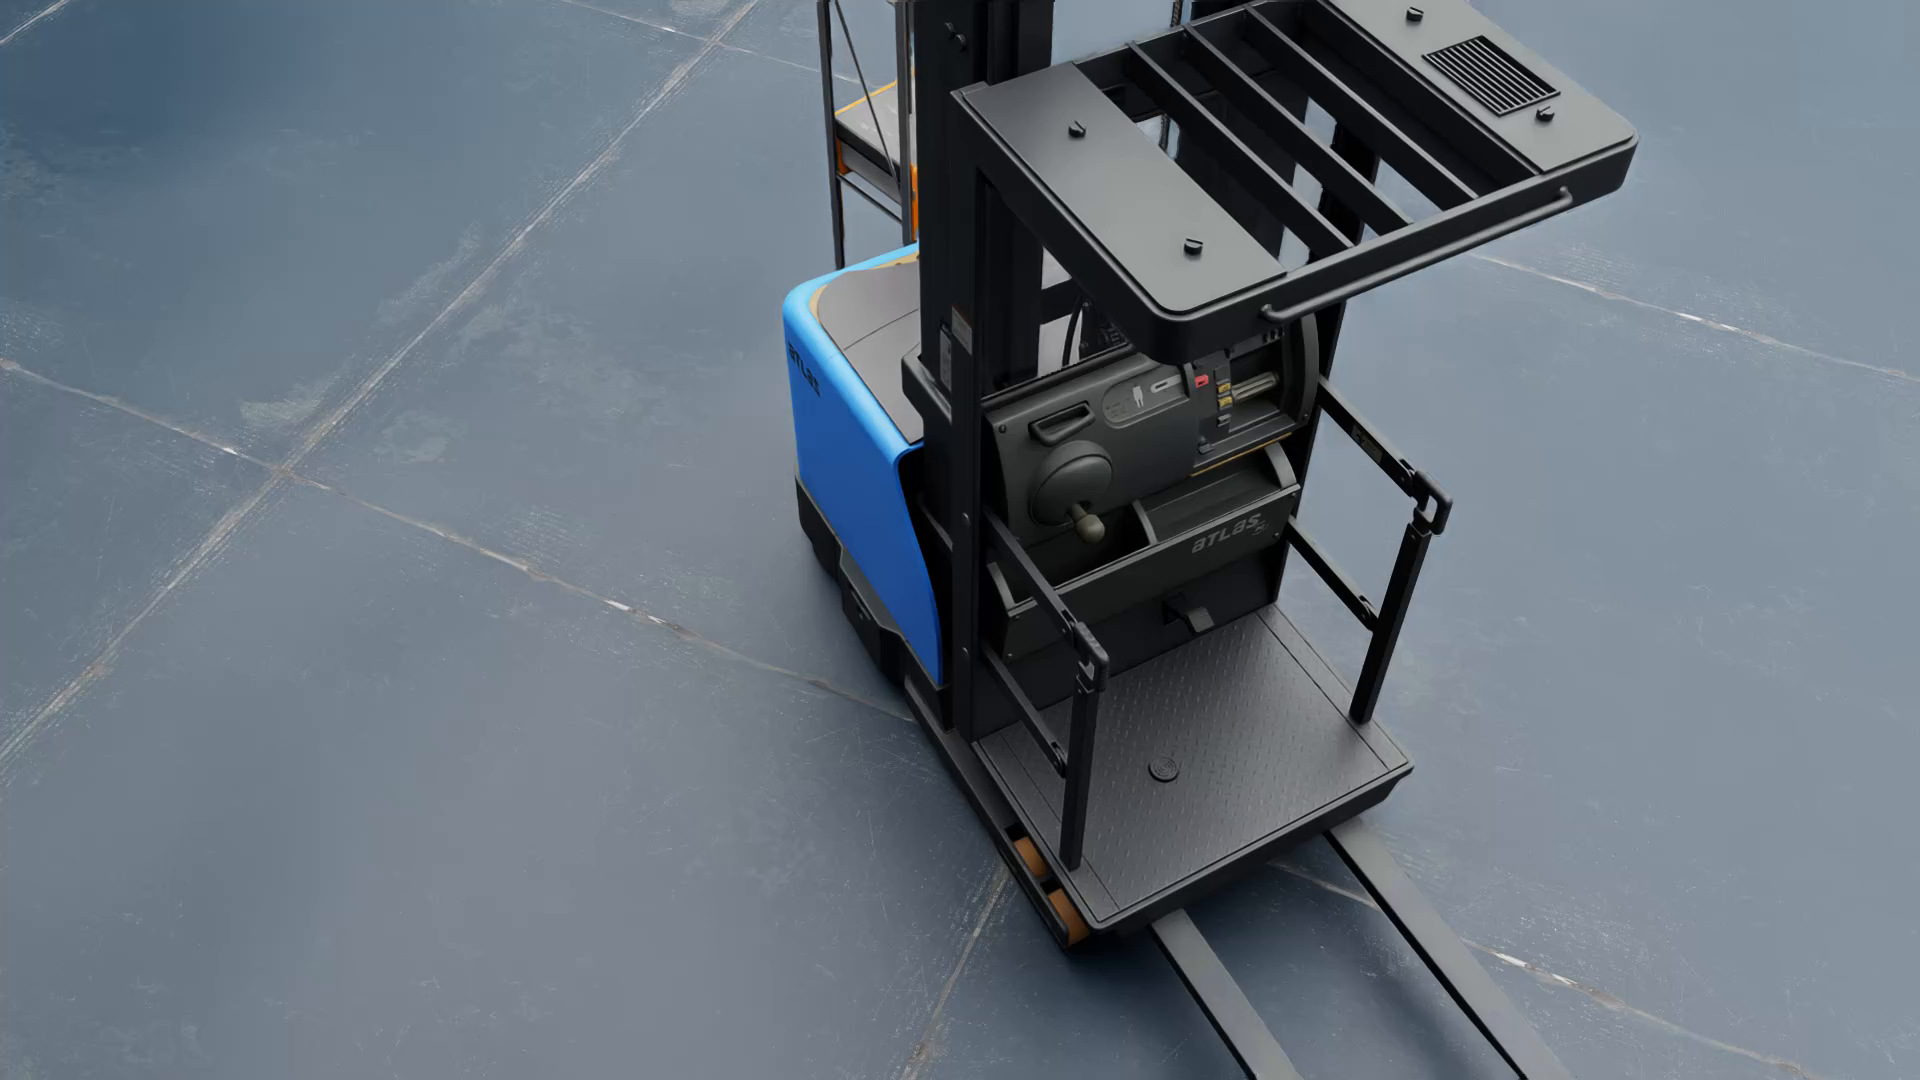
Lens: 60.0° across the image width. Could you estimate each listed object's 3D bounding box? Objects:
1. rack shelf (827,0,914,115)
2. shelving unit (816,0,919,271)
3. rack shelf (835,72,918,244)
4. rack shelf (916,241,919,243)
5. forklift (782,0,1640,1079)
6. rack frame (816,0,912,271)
[{"bbox_3d":[-0.104,-1.651,4.875,0.480,0.518,0.431,-34,58,-26],"label":"rack shelf"},{"bbox_3d":[-0.104,-1.206,5.398,0.503,2.100,0.431,-34,58,-26],"label":"shelving unit"},{"bbox_3d":[-0.104,-1.197,5.408,0.480,0.518,0.431,-34,58,-26],"label":"rack shelf"},{"bbox_3d":[-0.105,-0.744,5.941,0.480,0.518,0.431,-34,58,-26],"label":"rack shelf"},{"bbox_3d":[0.602,-0.198,3.994,1.130,2.935,3.031,-23,53,-18],"label":"forklift"},{"bbox_3d":[-0.286,-1.083,5.292,0.015,2.100,0.400,-34,58,-26],"label":"rack frame"}]
